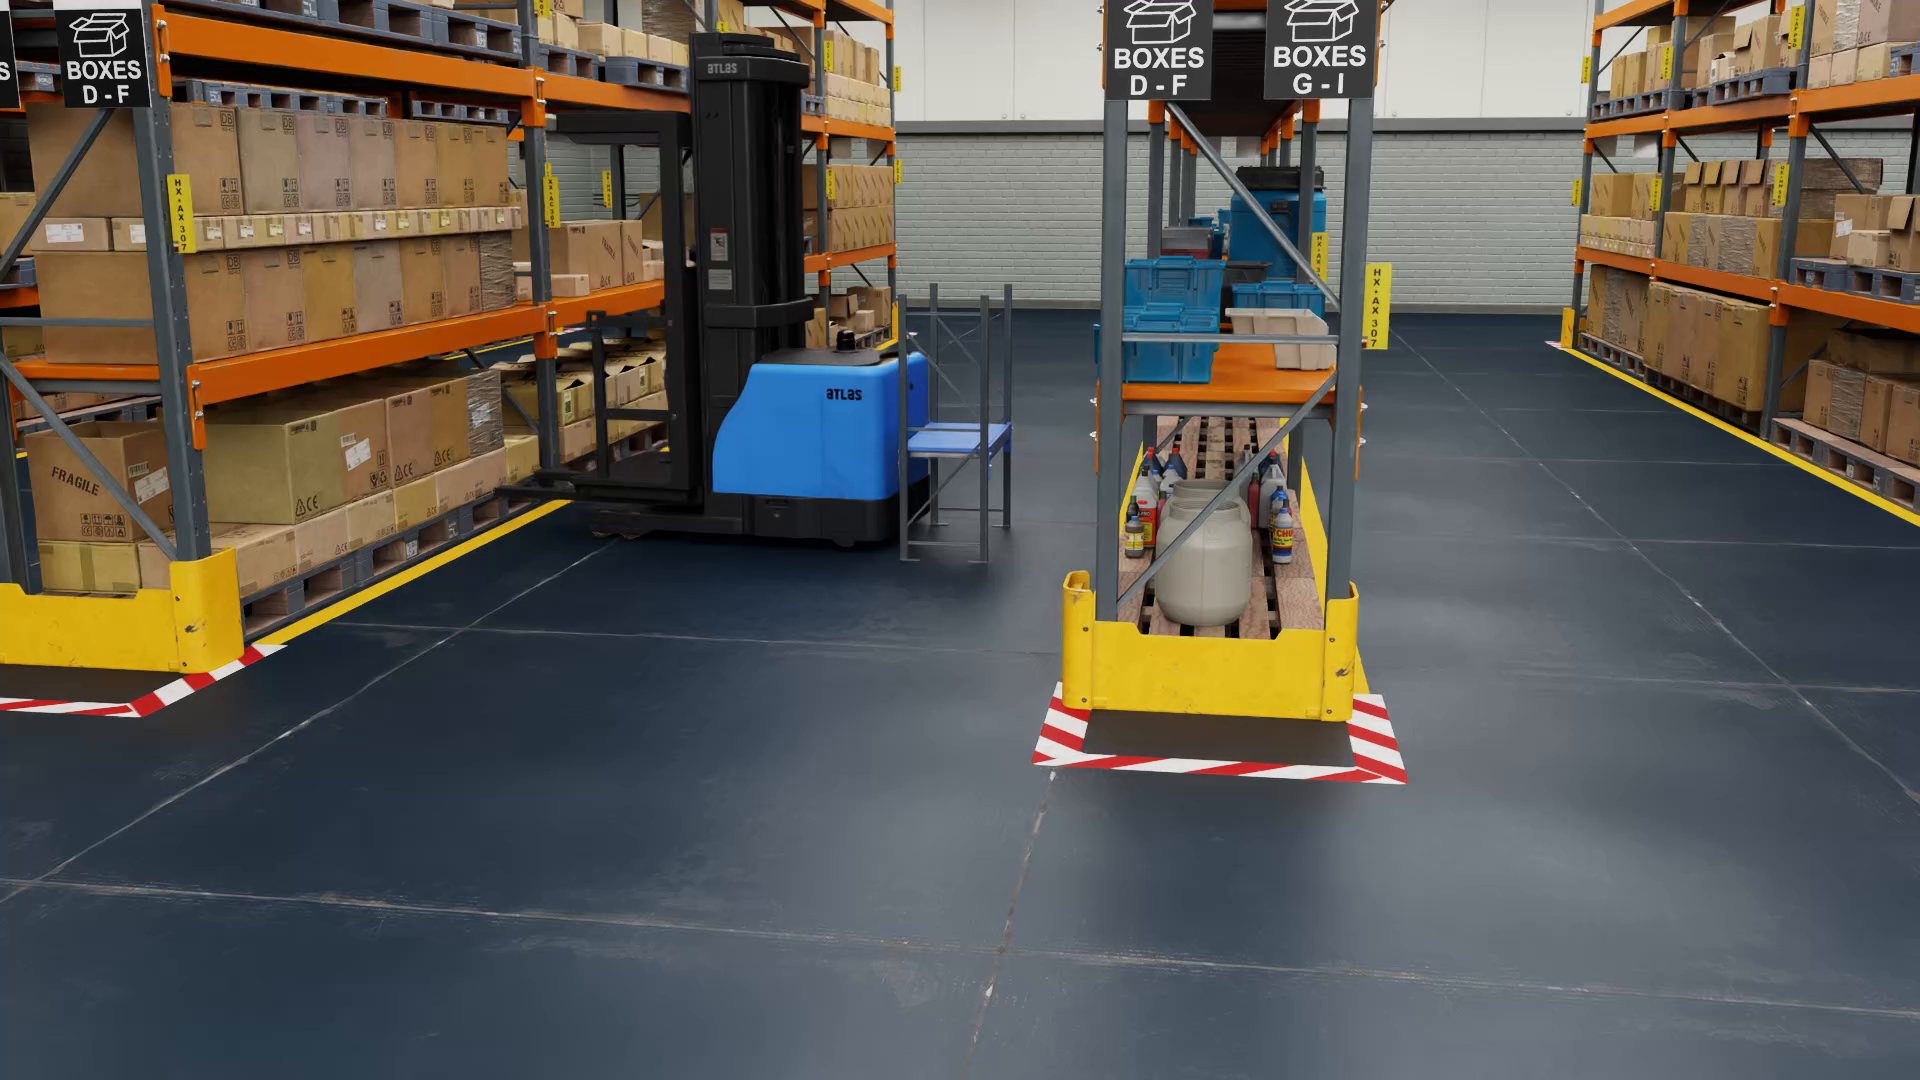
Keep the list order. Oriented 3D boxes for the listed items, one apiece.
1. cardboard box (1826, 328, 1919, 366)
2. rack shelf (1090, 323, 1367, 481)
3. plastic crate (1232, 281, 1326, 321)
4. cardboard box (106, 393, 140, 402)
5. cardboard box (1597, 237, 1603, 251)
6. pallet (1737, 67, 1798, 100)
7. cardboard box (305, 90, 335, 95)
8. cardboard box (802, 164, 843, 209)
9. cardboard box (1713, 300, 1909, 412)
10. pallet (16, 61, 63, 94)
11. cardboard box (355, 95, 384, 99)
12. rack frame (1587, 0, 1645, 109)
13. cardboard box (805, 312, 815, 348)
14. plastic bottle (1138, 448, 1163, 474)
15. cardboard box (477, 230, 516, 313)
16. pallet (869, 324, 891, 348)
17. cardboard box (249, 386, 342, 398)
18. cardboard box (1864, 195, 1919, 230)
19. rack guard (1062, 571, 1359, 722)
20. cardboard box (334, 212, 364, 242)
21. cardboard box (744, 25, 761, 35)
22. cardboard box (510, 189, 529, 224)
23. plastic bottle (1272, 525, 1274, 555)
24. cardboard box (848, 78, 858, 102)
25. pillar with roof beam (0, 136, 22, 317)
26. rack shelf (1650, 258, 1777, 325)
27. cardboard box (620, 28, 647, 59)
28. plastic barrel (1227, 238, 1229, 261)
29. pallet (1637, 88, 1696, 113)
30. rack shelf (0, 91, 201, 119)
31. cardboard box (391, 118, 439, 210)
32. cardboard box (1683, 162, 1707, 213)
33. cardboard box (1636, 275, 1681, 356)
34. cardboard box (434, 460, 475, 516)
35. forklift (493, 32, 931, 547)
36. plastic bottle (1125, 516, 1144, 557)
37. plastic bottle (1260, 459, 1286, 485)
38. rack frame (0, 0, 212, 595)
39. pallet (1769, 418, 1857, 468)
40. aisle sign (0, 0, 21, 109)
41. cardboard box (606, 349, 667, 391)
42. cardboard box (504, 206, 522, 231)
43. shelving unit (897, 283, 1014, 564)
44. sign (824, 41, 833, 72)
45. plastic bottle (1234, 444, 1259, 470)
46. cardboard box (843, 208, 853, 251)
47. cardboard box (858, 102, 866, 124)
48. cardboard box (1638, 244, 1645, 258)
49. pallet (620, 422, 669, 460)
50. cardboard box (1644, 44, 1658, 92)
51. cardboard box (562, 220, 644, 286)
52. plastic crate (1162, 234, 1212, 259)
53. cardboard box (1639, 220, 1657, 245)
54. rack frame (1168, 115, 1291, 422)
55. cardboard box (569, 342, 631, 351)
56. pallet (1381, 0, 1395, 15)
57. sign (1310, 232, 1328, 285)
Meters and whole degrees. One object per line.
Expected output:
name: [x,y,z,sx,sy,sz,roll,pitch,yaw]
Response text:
cardboard box: [7.101,-1.502,12.951,0.500,0.250,0.500,2,12,11]
rack shelf: [1.358,-0.842,8.490,1.077,0.370,4.000,2,12,9]
plastic crate: [1.763,-1.299,9.252,0.499,0.251,0.616,2,12,9]
cardboard box: [-7.762,-1.502,14.733,0.700,0.500,0.500,2,12,9]
cardboard box: [7.868,-3.548,19.933,0.380,0.149,0.250,2,12,8]
pallet: [7.221,-3.792,13.799,1.213,0.211,1.003,2,12,11]
cardboard box: [-7.159,-5.029,17.809,0.700,0.500,0.500,2,12,8]
cardboard box: [-1.648,-4.064,19.119,0.500,0.500,0.500,2,12,10]
cardboard box: [7.301,-1.592,14.308,1.225,0.875,0.875,1,12,6]
pallet: [-7.767,-3.647,13.122,1.213,0.211,1.003,2,12,9]
cardboard box: [-7.020,-5.394,19.904,0.500,0.250,0.500,2,12,9]
rack frame: [8.405,-6.881,20.560,1.000,3.000,0.127,2,12,9]
cardboard box: [-1.875,-2.215,18.043,0.500,0.500,0.500,2,12,9]
plastic bottle: [1.131,-0.376,9.861,0.144,0.351,0.185,2,12,10]
cardboard box: [-3.291,-1.728,10.654,0.700,0.500,0.500,2,12,7]
pallet: [-1.516,-2.725,22.136,1.003,0.211,1.213,2,12,9]
cardboard box: [-3.838,-0.601,9.411,0.500,0.500,0.500,2,12,9]
cardboard box: [7.144,-2.304,12.328,0.700,0.500,0.500,4,13,17]
rack guard: [1.015,0.427,6.826,1.175,0.500,0.348,2,12,9]
cardboard box: [-3.375,-1.648,8.743,0.380,0.149,0.250,2,12,8]
cardboard box: [-2.351,-4.826,16.676,0.600,0.600,0.600,1,12,6]
cardboard box: [-6.347,-4.470,22.901,0.980,0.700,0.700,2,12,11]
plastic bottle: [1.653,-0.014,8.535,0.097,0.201,0.097,0,12,0]
cardboard box: [-1.514,-5.375,19.866,0.500,0.250,0.500,2,12,9]
pillar with roof beam: [-4.310,-5.315,13.294,9.100,9.000,0.400,2,12,9]
rack shelf: [7.482,-2.347,15.473,1.077,0.370,4.000,2,12,9]
cardboard box: [-2.790,-3.878,13.107,0.500,0.250,0.500,2,12,8]
plastic barrel: [2.333,-2.277,13.172,0.421,0.512,0.421,0,12,0]
pallet: [7.926,-4.708,17.811,1.003,0.211,1.213,2,12,9]
rack shelf: [-7.816,-3.462,13.527,1.077,0.370,4.000,2,12,9]
cardboard box: [-3.445,-2.153,9.546,0.700,0.500,0.500,2,12,9]
cardboard box: [7.700,-3.521,16.594,0.797,0.503,0.637,2,12,7]
cardboard box: [7.970,-2.417,18.134,0.875,0.875,0.875,2,12,9]
cardboard box: [-3.233,-0.321,9.892,0.500,0.250,0.500,2,12,9]
forklift: [-1.758,-1.541,10.186,3.031,2.935,1.130,3,13,15]
plastic bottle: [0.899,-0.021,8.571,0.097,0.201,0.097,0,12,0]
plastic bottle: [1.772,-0.280,9.416,0.144,0.351,0.185,2,12,8]
rack frame: [-3.844,-0.939,7.231,1.000,3.000,0.127,2,12,9]
pallet: [7.053,-0.757,13.004,1.003,0.211,1.213,2,12,9]
aisle sign: [-4.144,-2.206,6.937,0.394,0.787,0.004,2,12,9]
cardboard box: [-2.605,-1.409,13.611,0.500,0.311,0.500,2,12,8]
cardboard box: [-3.059,-2.074,10.721,0.380,0.149,0.250,2,12,9]
shelving unit: [-0.013,-0.715,9.753,0.538,1.500,1.048,2,12,9]
sign: [-1.449,-5.331,18.330,0.100,0.325,0.005,2,12,9]
plastic bottle: [1.709,-0.392,9.935,0.144,0.351,0.185,2,12,9]
cardboard box: [-1.575,-3.690,19.758,0.500,0.500,0.500,2,12,10]
cardboard box: [-1.446,-5.235,20.403,0.500,0.250,0.500,2,12,9]
cardboard box: [7.552,-3.120,17.948,0.380,0.149,0.250,2,12,10]
pallet: [-2.969,-0.818,13.287,1.003,0.211,1.213,2,12,9]
cardboard box: [7.938,-5.161,18.231,0.700,0.500,0.500,3,12,12]
cardboard box: [-2.855,-2.303,13.324,0.500,0.500,0.500,1,12,6]
plastic crate: [1.437,-1.752,10.853,0.402,0.464,0.583,2,12,9]
cardboard box: [7.598,-3.288,17.779,0.500,0.250,0.500,2,12,8]
rack frame: [2.280,-2.443,14.210,1.000,3.000,0.127,2,12,9]
cardboard box: [-3.057,-1.531,14.174,0.500,0.311,0.500,2,12,7]
pallet: [1.274,-2.321,6.971,1.003,0.211,1.213,2,12,9]
sign: [2.207,-1.726,10.223,0.100,0.325,0.005,2,12,9]
